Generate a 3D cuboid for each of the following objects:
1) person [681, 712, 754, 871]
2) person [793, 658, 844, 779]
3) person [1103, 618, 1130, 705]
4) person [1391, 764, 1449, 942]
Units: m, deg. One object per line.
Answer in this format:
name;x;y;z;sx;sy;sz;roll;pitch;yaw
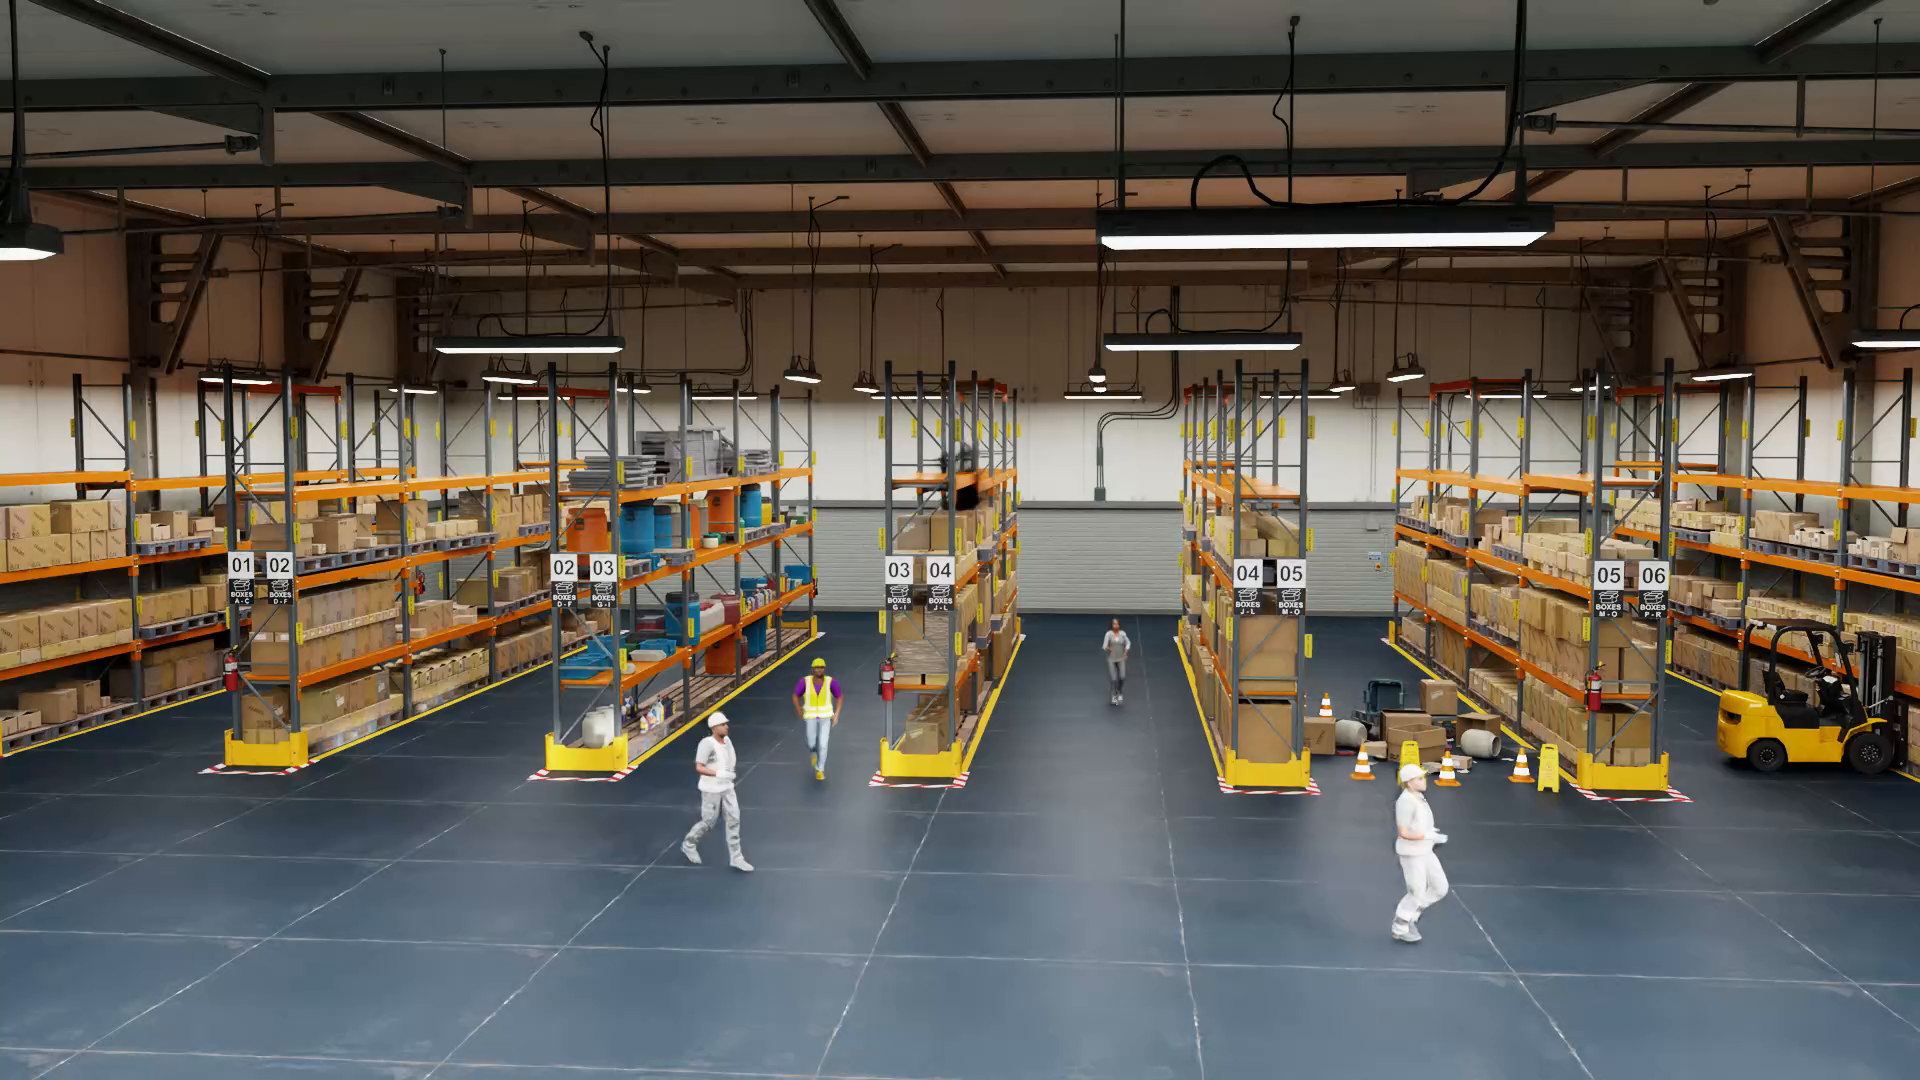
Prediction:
person;-2.785;2.853;18.936;0.931;1.789;0.674;2;4;30
person;-2.055;2.567;24.053;0.734;1.731;0.551;0;4;-2
person;2.854;2.224;30.253;0.519;1.555;0.615;0;4;1
person;4.493;3.048;16.163;0.601;1.746;0.641;3;5;35
